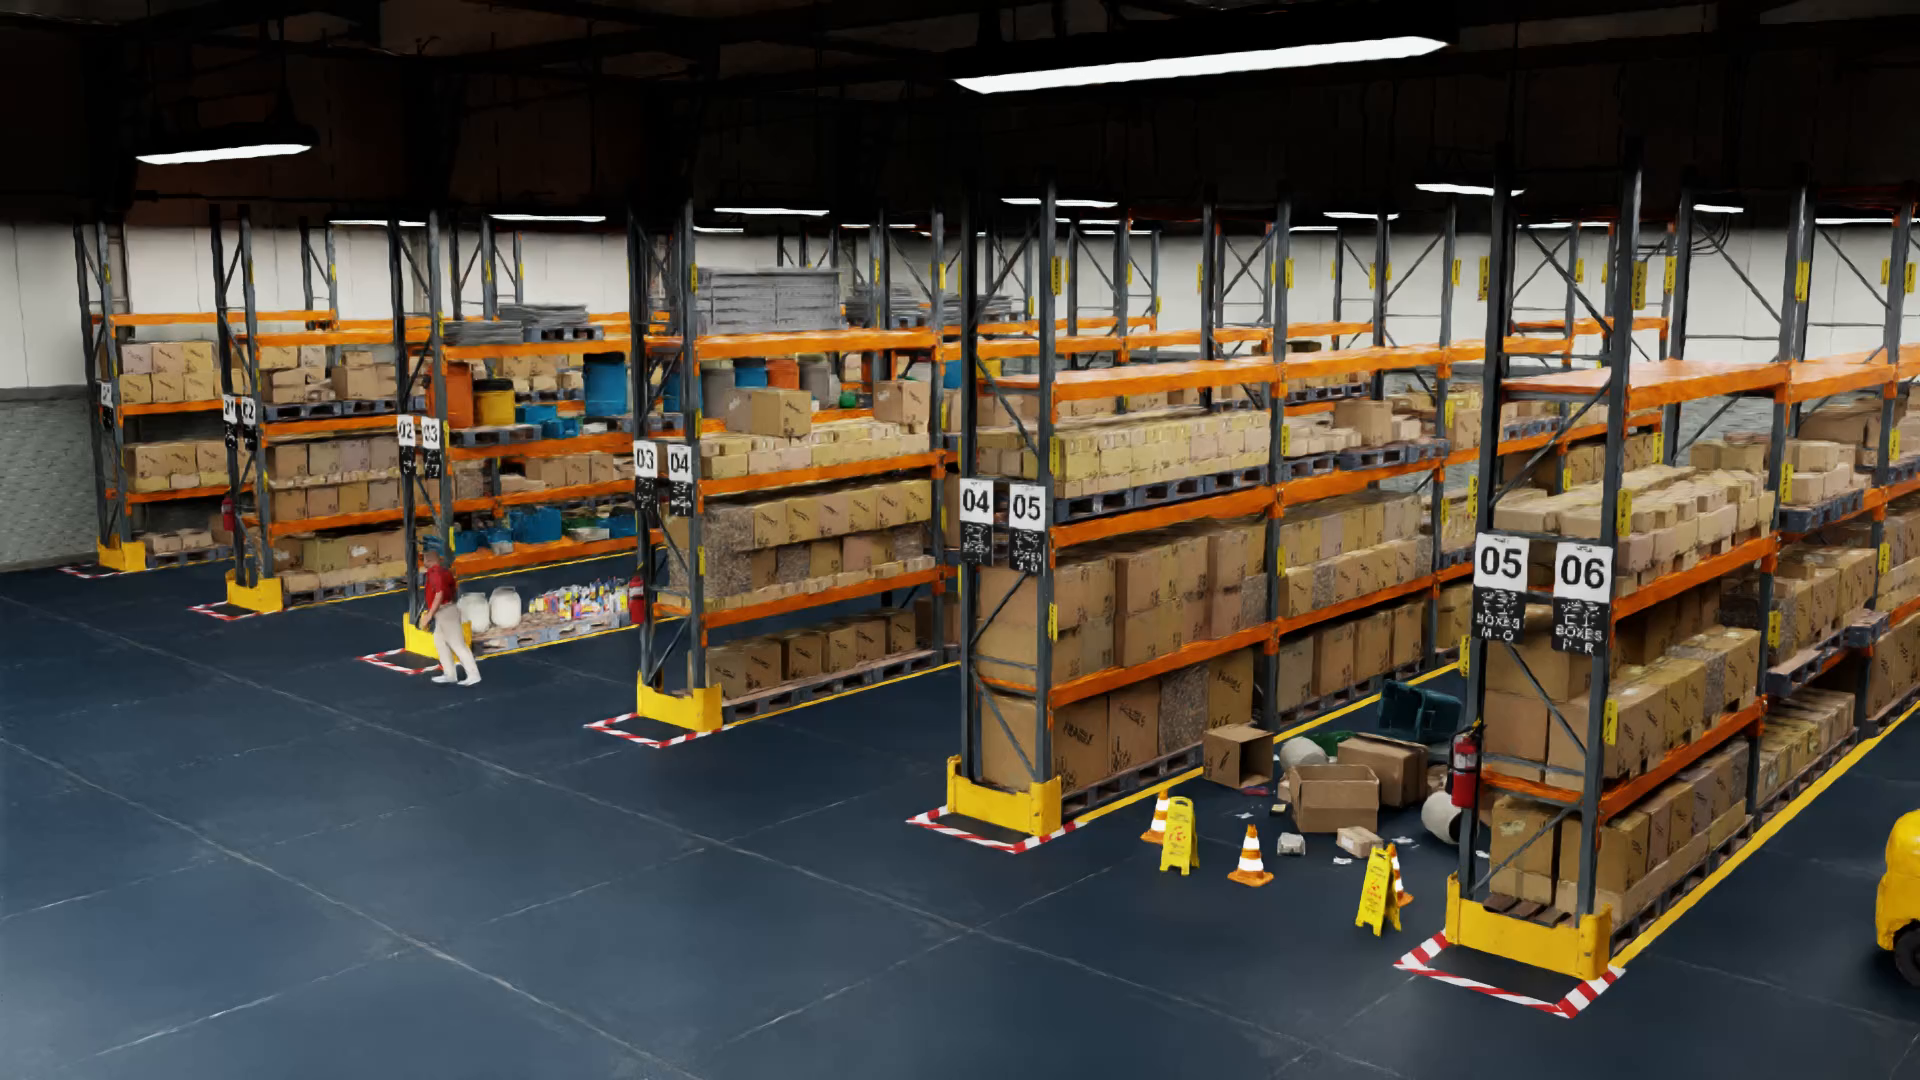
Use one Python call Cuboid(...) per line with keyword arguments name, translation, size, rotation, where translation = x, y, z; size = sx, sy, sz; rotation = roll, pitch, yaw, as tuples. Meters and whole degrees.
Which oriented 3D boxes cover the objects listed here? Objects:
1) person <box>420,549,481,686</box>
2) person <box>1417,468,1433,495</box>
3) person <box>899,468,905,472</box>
Cuboid(name="person", translation=(-6.288, 0.947, 20.520), size=(0.682, 1.683, 0.653), rotation=(-2, 10, -11))
Cuboid(name="person", translation=(9.555, -1.231, 33.725), size=(0.926, 1.622, 0.461), rotation=(-6, 11, -33))
Cuboid(name="person", translation=(-0.947, -0.829, 31.369), size=(0.639, 1.628, 0.506), rotation=(8, 12, 38))
